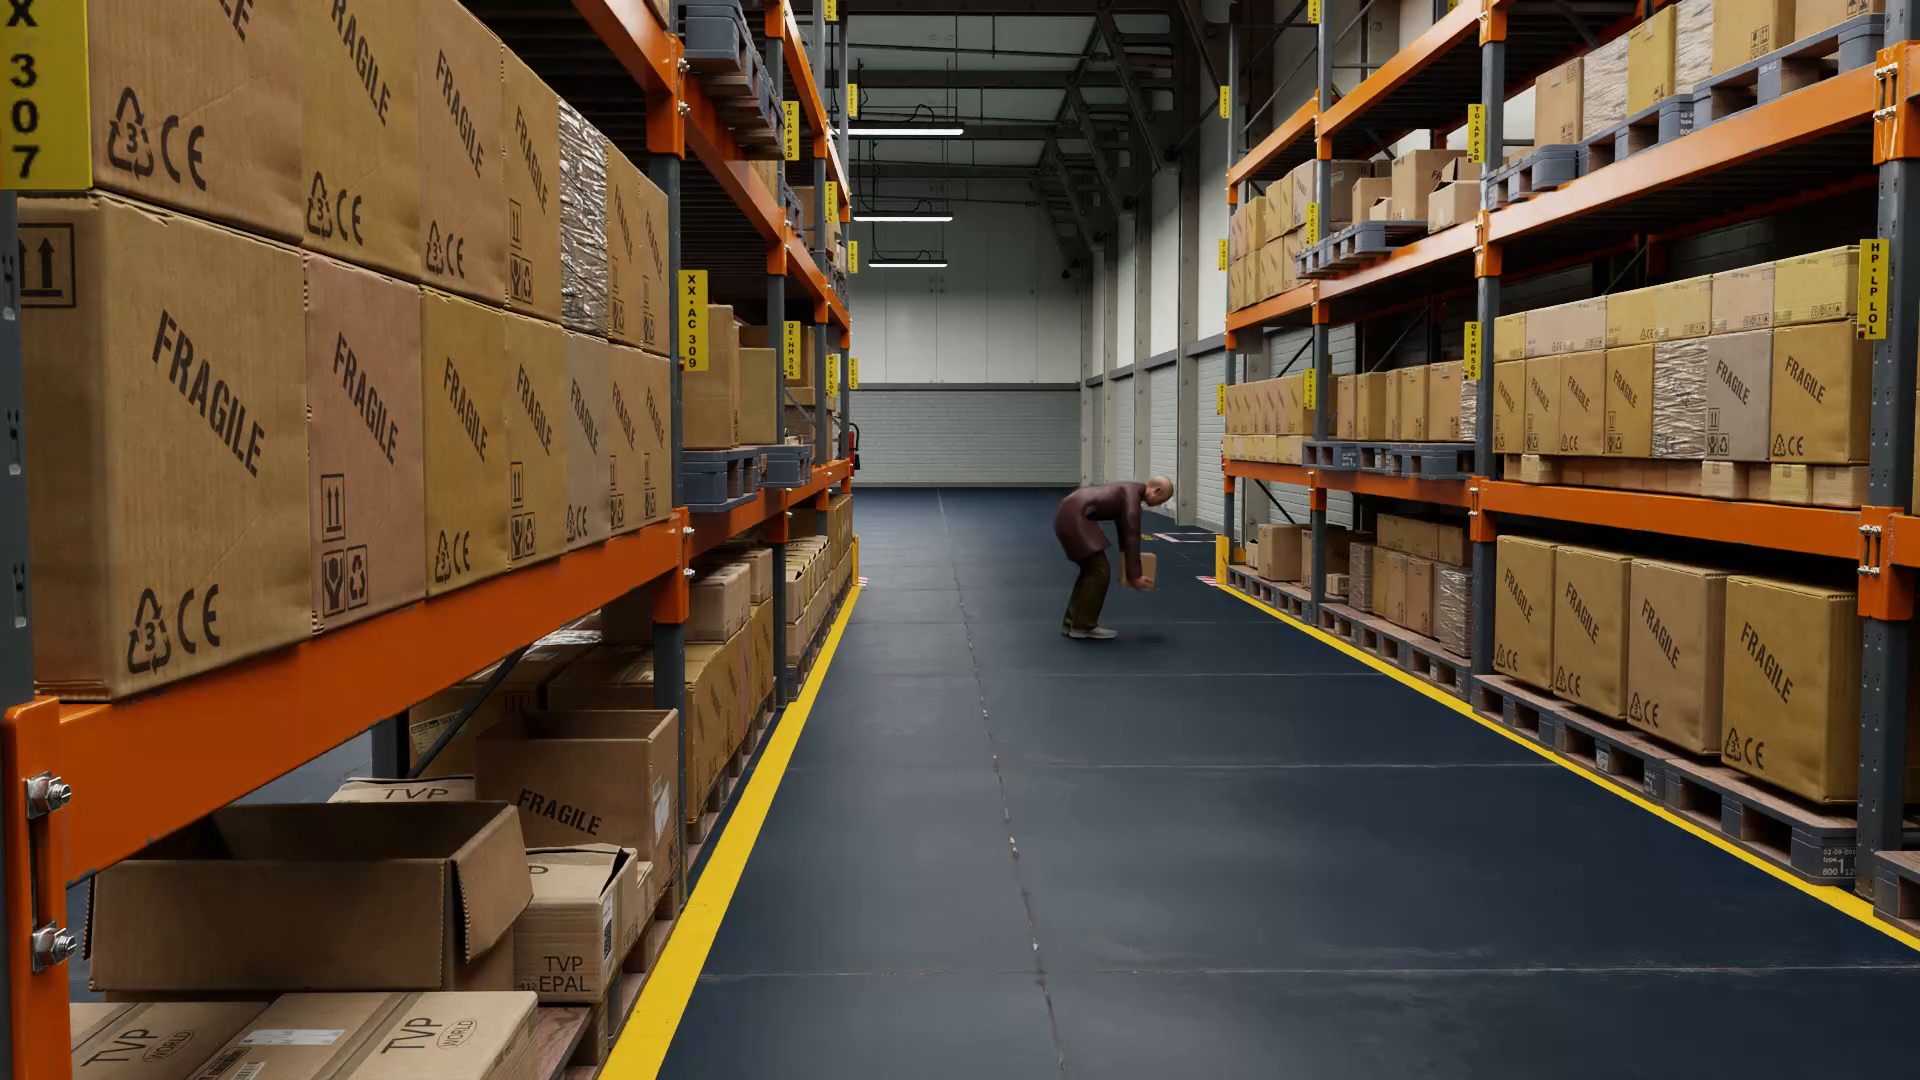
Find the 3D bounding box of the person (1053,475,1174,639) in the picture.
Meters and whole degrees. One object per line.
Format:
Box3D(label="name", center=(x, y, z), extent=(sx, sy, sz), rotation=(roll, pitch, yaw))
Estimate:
Box3D(label="person", center=(1.189, 0.144, 12.854), extent=(0.929, 1.219, 0.556), rotation=(0, 4, -3))
